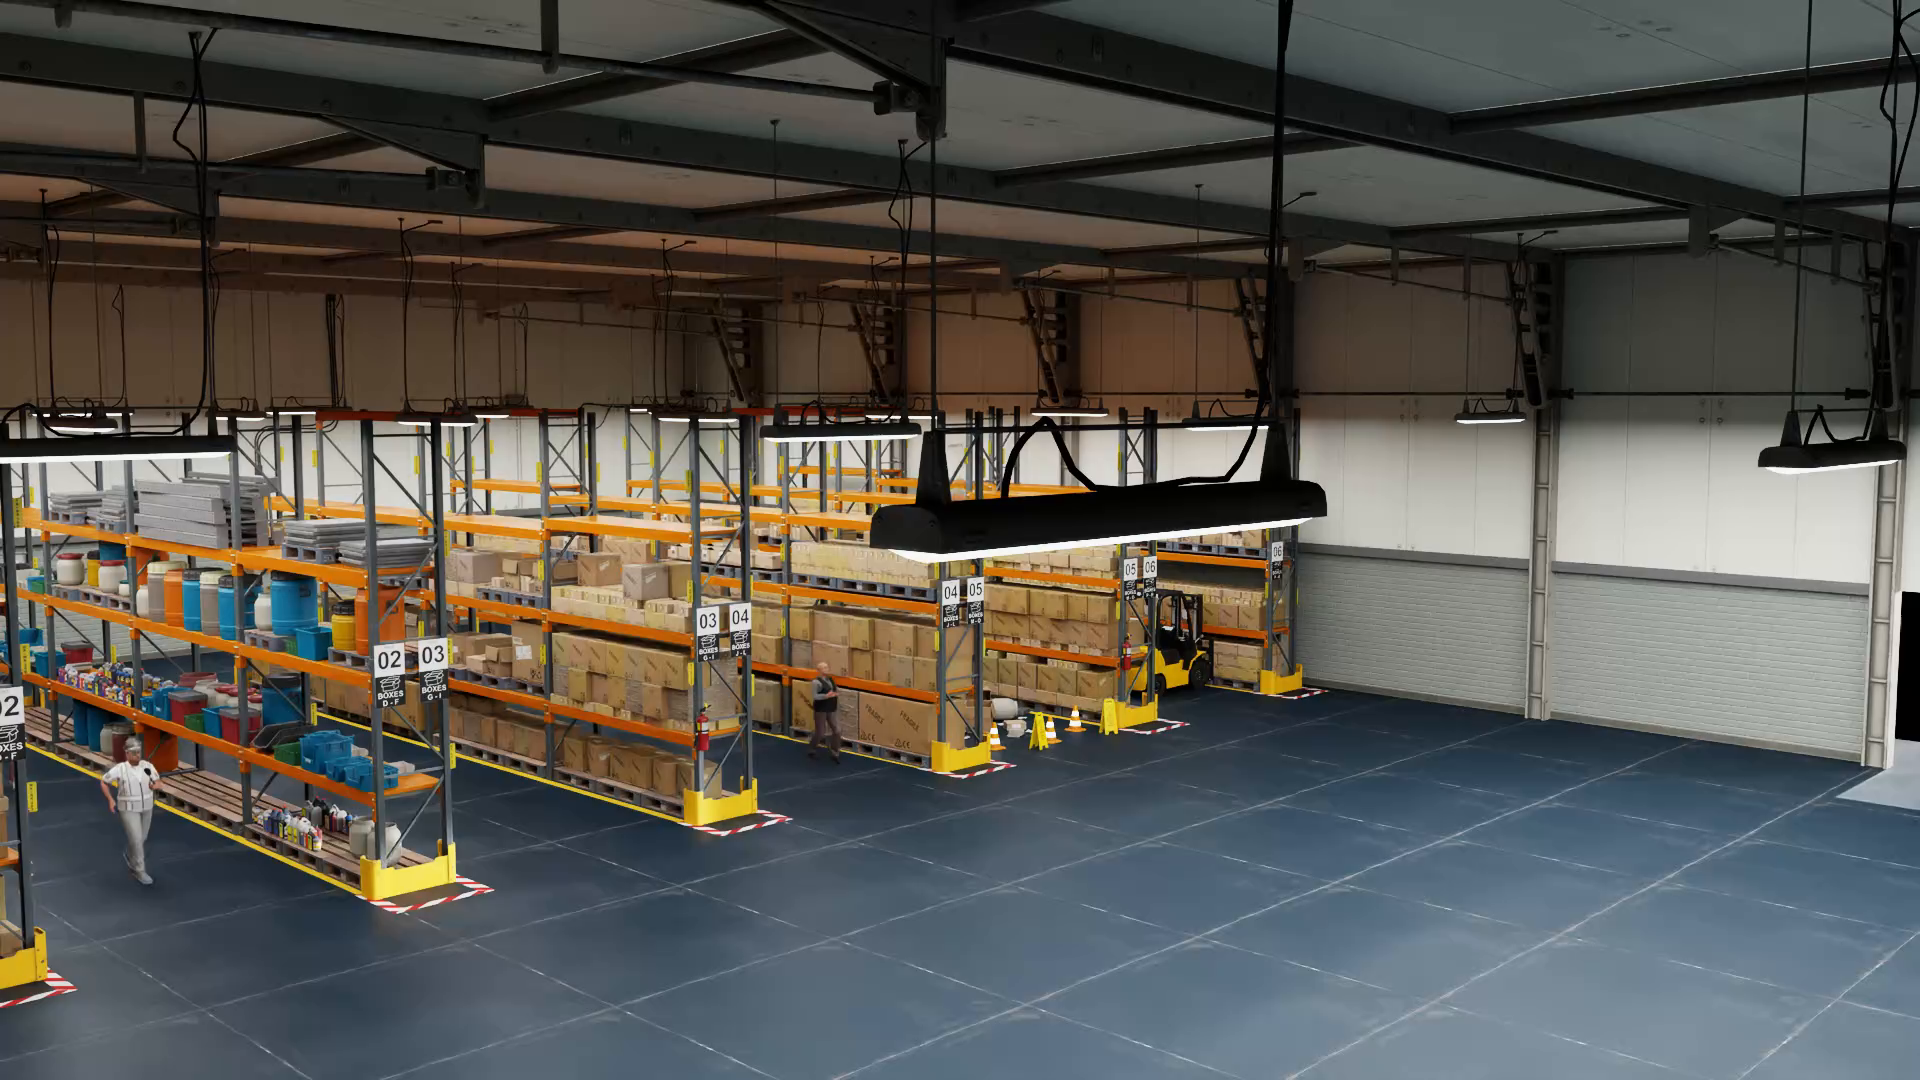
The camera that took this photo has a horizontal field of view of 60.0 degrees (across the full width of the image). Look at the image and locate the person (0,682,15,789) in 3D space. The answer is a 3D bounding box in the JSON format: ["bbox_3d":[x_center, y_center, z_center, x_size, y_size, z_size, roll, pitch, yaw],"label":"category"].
[{"bbox_3d":[-15.344,3.127,26.657,0.721,1.714,0.562,4,7,41],"label":"person"}]

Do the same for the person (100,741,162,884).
[{"bbox_3d":[-10.739,3.509,21.668,0.921,1.790,0.653,4,6,35],"label":"person"}]

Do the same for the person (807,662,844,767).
[{"bbox_3d":[-2.302,2.958,28.316,0.740,1.769,0.641,5,7,42],"label":"person"}]
